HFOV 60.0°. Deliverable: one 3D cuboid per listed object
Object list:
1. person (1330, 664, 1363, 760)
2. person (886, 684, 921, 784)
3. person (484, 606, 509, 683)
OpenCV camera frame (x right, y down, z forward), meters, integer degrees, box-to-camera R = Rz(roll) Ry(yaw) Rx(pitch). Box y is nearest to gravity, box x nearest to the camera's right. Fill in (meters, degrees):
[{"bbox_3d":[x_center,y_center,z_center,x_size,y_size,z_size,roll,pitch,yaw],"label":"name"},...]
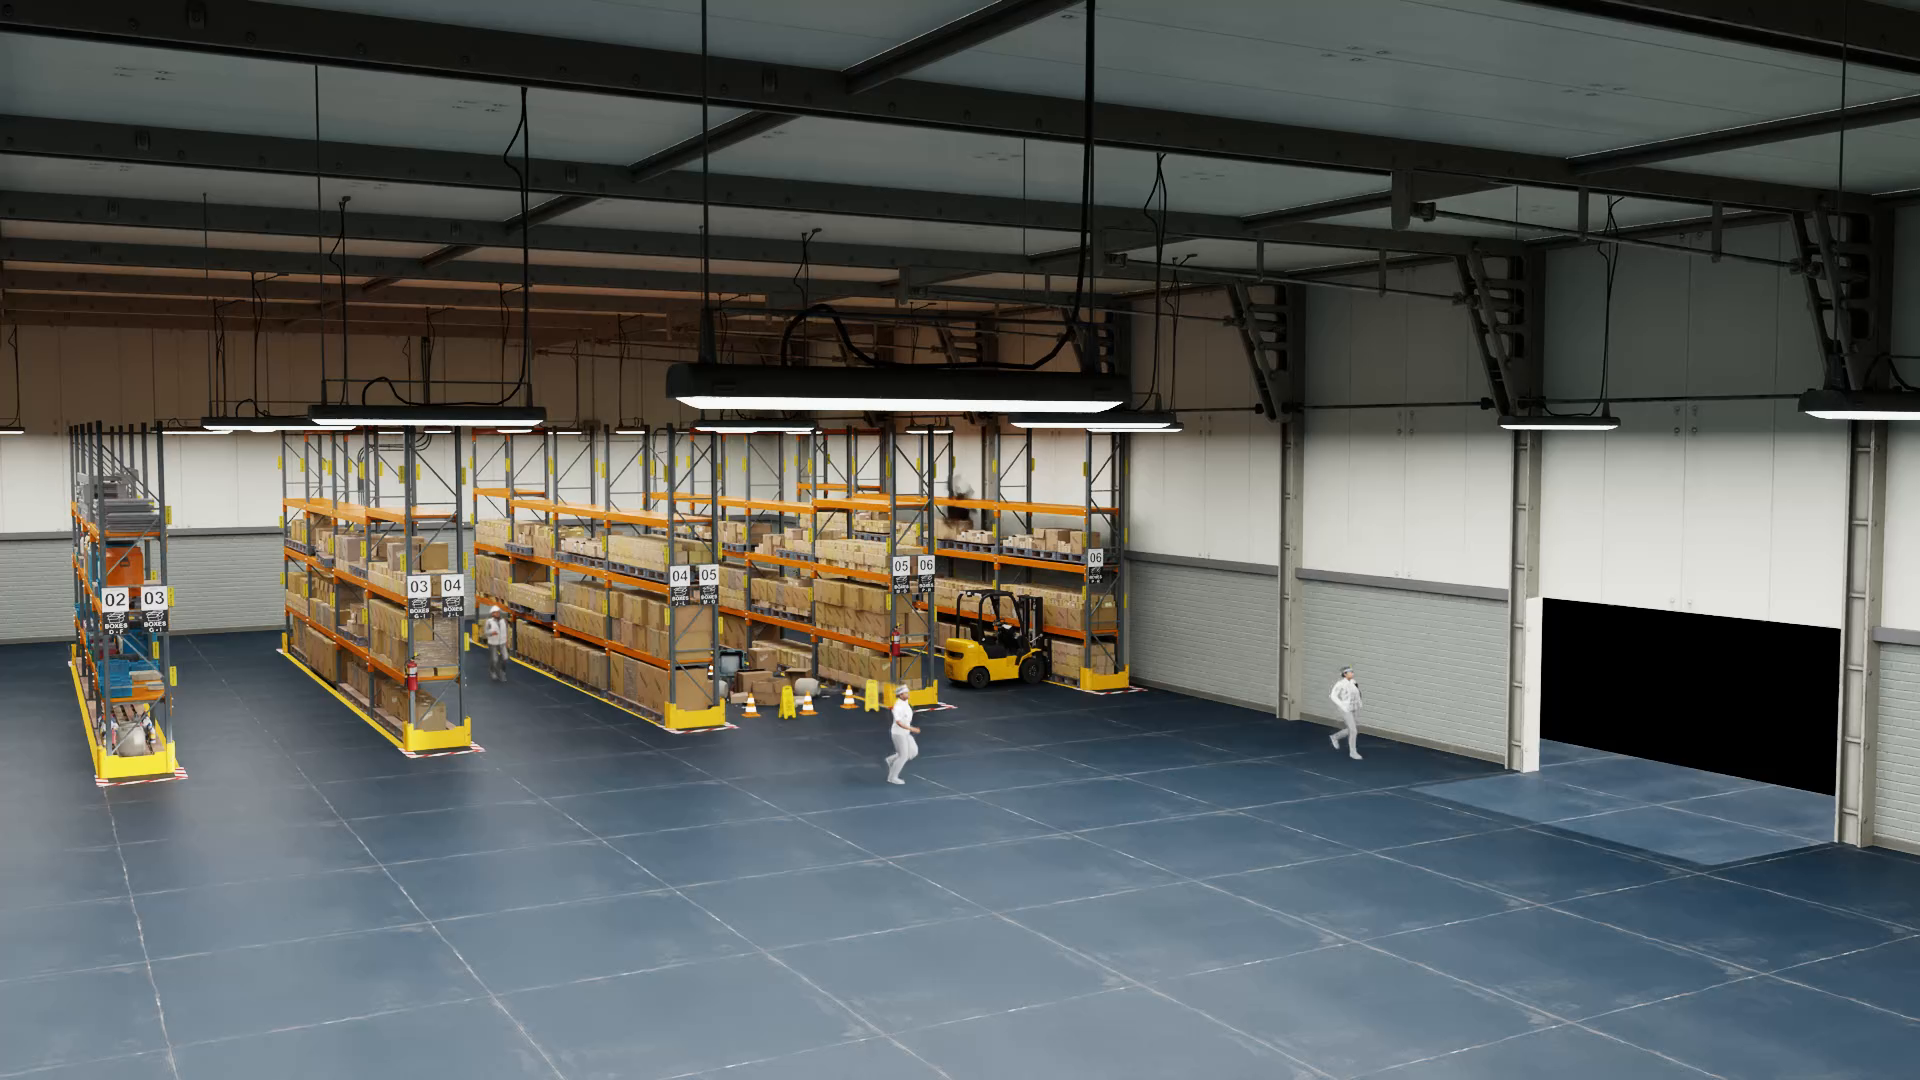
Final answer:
[{"bbox_3d":[6.903,3.048,29.763,0.631,1.677,0.759,-3,5,-39],"label":"person"},{"bbox_3d":[-0.935,3.199,27.532,0.621,1.660,0.595,1,4,12],"label":"person"},{"bbox_3d":[-10.823,2.447,38.898,0.635,1.822,0.756,-2,4,-32],"label":"person"}]
